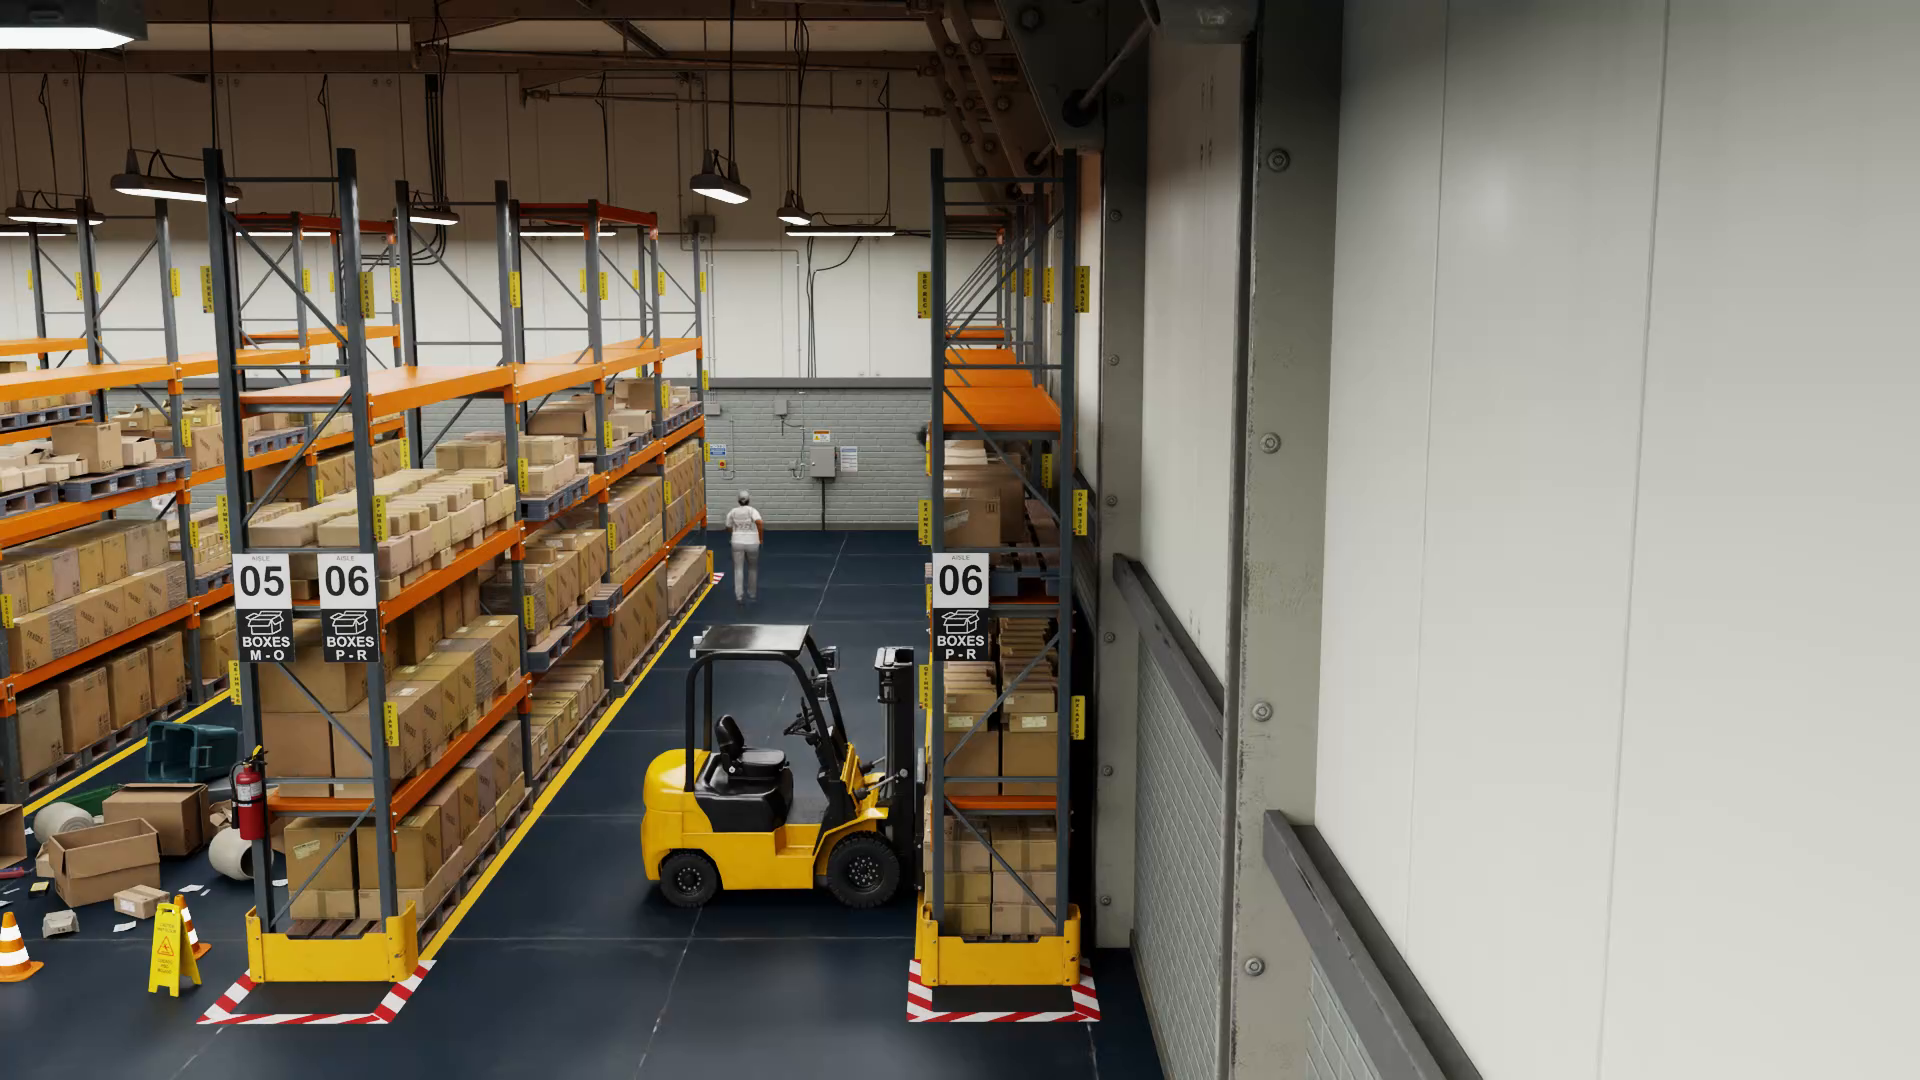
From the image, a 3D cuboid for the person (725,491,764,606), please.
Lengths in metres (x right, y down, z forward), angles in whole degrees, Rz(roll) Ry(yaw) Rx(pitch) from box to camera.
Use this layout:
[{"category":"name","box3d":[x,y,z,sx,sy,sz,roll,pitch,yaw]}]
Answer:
[{"category":"person","box3d":[-3.165,0.142,24.455,0.580,1.729,0.806,-1,9,-4]}]

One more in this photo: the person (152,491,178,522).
[{"category":"person","box3d":[-13.643,-0.300,28.772,0.964,1.814,0.709,4,10,25]}]
